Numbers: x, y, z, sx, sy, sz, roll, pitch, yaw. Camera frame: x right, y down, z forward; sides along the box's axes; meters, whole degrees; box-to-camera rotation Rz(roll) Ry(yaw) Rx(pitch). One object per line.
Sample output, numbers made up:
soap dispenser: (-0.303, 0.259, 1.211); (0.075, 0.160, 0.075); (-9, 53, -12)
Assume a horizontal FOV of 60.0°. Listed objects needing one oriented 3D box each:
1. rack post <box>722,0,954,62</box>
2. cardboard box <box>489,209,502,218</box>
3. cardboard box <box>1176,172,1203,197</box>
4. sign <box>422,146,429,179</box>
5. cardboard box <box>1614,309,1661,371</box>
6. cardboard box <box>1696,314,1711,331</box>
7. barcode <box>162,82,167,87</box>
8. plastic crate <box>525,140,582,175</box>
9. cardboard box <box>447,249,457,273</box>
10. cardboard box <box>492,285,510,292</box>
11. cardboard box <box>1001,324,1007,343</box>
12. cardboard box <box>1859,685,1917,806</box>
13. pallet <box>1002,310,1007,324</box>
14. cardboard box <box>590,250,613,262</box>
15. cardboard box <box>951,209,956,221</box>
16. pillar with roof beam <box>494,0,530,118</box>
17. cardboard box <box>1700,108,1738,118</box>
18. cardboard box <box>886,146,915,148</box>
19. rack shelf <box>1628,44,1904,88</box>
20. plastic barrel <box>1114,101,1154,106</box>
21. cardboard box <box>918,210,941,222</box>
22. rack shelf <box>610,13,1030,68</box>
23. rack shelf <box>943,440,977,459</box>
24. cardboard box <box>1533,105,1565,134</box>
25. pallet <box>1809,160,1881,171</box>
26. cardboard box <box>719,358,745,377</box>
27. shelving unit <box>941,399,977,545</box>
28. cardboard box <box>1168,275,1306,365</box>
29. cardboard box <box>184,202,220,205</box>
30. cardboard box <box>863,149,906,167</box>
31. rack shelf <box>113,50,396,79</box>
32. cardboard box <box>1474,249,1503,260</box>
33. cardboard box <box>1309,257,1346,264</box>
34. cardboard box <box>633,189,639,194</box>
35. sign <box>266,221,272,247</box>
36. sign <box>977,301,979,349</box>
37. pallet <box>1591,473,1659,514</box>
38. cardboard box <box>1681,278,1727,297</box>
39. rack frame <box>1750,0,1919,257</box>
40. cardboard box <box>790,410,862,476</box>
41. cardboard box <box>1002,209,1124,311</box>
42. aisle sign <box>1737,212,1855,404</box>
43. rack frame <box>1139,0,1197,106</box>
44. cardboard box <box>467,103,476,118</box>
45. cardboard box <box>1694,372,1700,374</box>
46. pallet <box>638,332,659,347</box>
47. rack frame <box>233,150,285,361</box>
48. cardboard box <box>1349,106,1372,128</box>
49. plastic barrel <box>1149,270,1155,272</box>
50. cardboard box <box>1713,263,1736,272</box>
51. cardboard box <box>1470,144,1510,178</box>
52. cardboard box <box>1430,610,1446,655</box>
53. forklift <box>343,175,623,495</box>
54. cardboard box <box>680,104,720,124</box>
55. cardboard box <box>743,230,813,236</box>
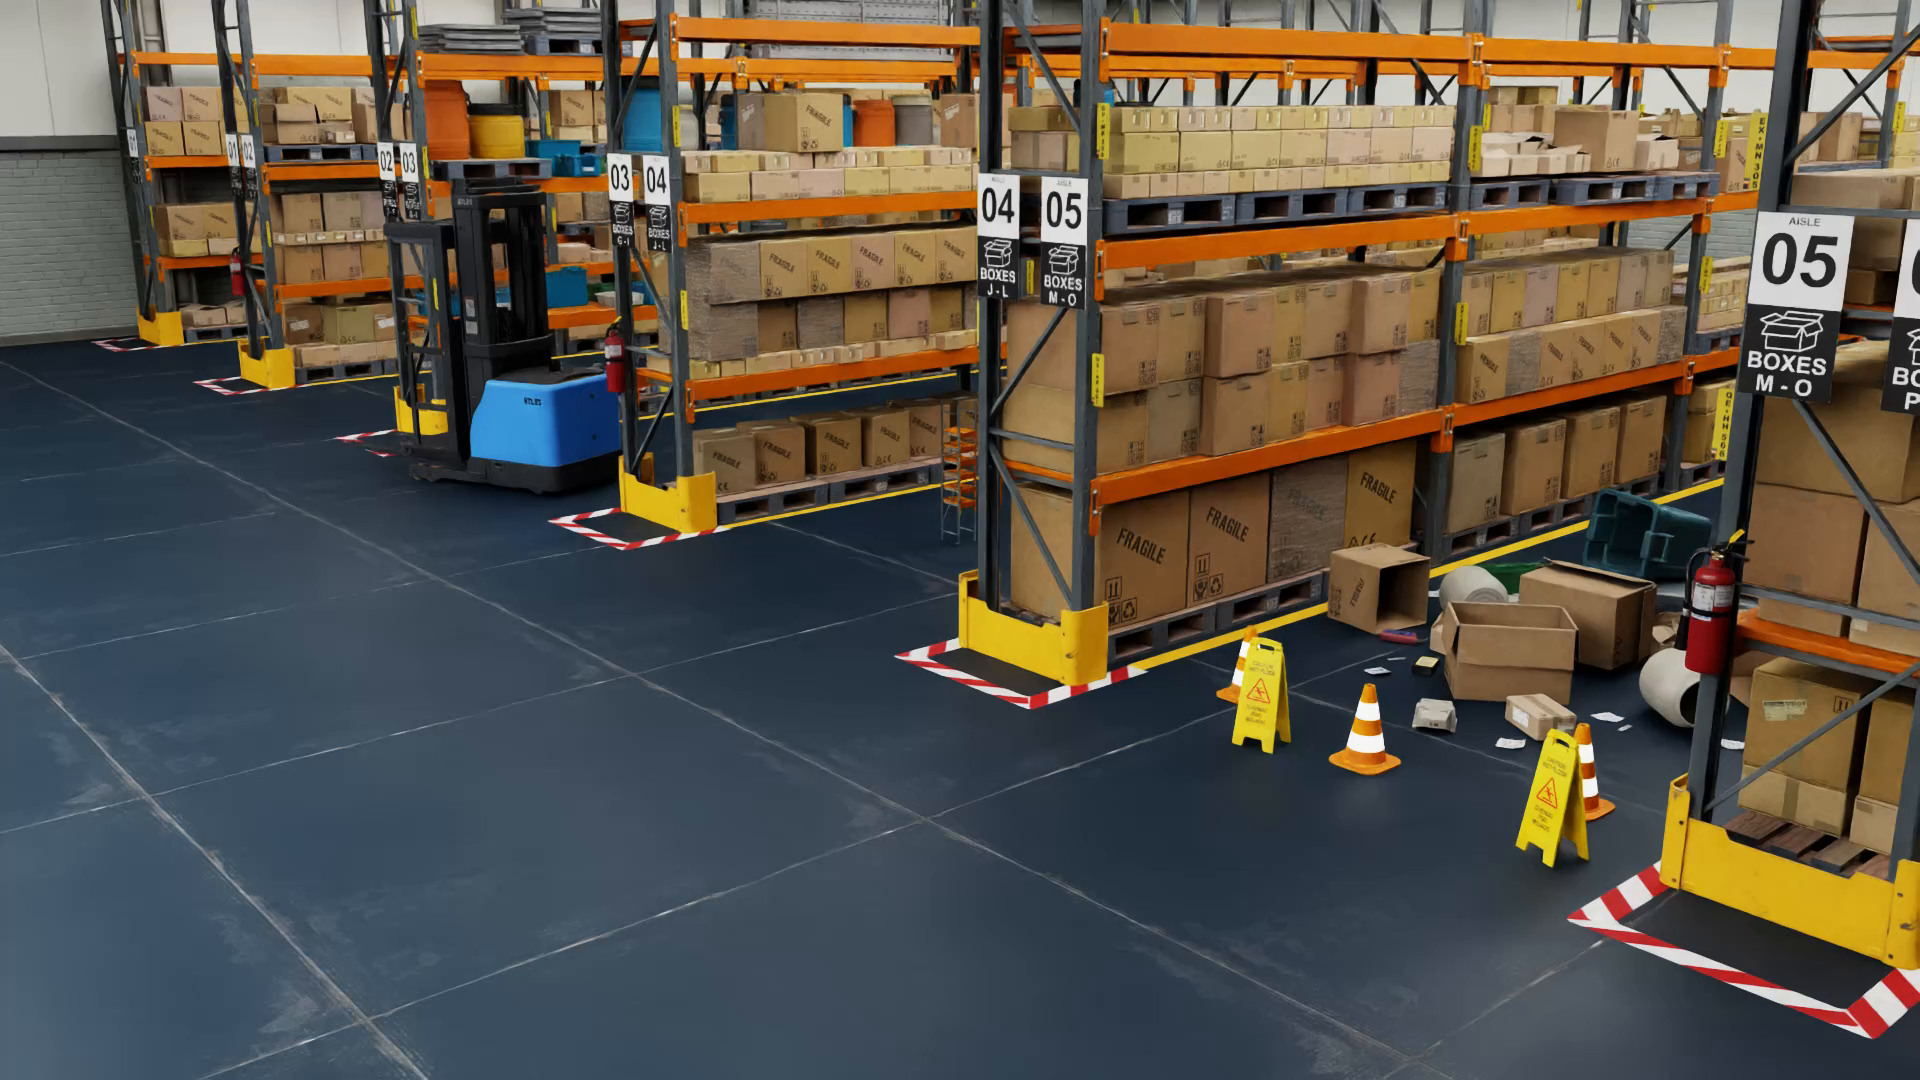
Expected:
rack post: (-1.489, -6.616, 21.192); (3.121, 1.000, 1.013); (-13, 19, -39)
cardboard box: (-6.877, -4.748, 23.506); (0.500, 0.500, 0.700); (-13, 20, -39)
cardboard box: (1.346, -2.306, 10.738); (0.250, 0.149, 0.380); (-13, 19, -39)
sign: (-5.577, -3.938, 17.352); (0.005, 0.325, 0.100); (-13, 19, -39)
cardboard box: (5.990, -1.836, 15.119); (0.500, 0.500, 0.500); (-13, 19, -39)
cardboard box: (7.001, -2.119, 16.044); (0.250, 0.149, 0.380); (-13, 20, -40)
barcode: (-12.231, -7.009, 25.573); (0.075, 0.075, 0.001); (-13, 19, -39)
plastic crate: (-4.694, -4.416, 19.188); (0.575, 0.384, 0.392); (-13, 19, -39)
cardboard box: (-7.272, -4.032, 23.340); (0.500, 0.500, 0.700); (-12, 19, -39)
cardboard box: (-6.722, -3.454, 24.431); (0.500, 0.500, 0.500); (-13, 19, -39)
cardboard box: (0.364, -2.091, 16.753); (0.250, 0.149, 0.380); (-13, 19, -39)
cardboard box: (4.629, 0.977, 7.841); (0.500, 0.500, 0.500); (-14, 20, -41)
pallet: (1.006, -2.315, 17.474); (1.213, 0.211, 1.003); (-13, 19, -39)
cardboard box: (-5.364, -4.224, 24.739); (0.250, 0.149, 0.380); (-13, 19, -39)
cardboard box: (0.077, -5.773, 29.858); (0.500, 0.500, 0.500); (-12, 19, -38)
pillar with roof beam: (-5.126, -7.885, 26.332); (0.400, 9.000, 9.100); (-13, 19, -39)
cardboard box: (7.622, -4.209, 16.707); (0.258, 0.266, 0.396); (-13, 19, -39)
cardboard box: (-0.646, -3.730, 16.108); (0.250, 0.149, 0.380); (-12, 19, -38)
rack shelf: (8.039, -4.697, 16.567); (4.000, 0.370, 1.077); (-13, 19, -39)
plastic barrel: (2.562, -6.174, 24.562); (0.600, 0.588, 0.600); (0, 15, 0)
cardboard box: (-0.636, -5.805, 29.162); (0.700, 0.500, 0.500); (8, 17, 28)
rack shelf: (-1.175, -4.517, 15.122); (4.000, 0.370, 1.077); (-13, 19, -39)
rack shelf: (-0.011, -0.766, 14.036); (0.180, 0.103, 0.258); (-13, 19, -39)
cardboard box: (7.816, -5.705, 22.783); (0.500, 0.500, 0.700); (-12, 19, -37)
pallet: (9.013, -3.953, 17.789); (1.003, 0.211, 1.213); (-13, 19, -39)
cardboard box: (-2.111, -1.548, 14.718); (0.250, 0.149, 0.380); (-13, 19, -39)
shelving unit: (-0.011, -0.577, 14.086); (0.189, 1.200, 0.258); (-13, 19, -39)
cardboard box: (1.981, -1.590, 12.007); (0.500, 0.550, 0.875); (-13, 19, -39)
cardboard box: (-11.836, -5.025, 26.050); (0.500, 0.500, 0.500); (-12, 19, -39)
cardboard box: (-0.713, -3.540, 15.395); (0.250, 0.149, 0.380); (-12, 19, -37)
rack shelf: (-10.930, -7.409, 25.952); (4.000, 0.370, 1.077); (-13, 19, -39)
cardboard box: (6.895, -3.761, 22.233); (0.500, 0.250, 0.500); (-13, 20, -40)
cardboard box: (4.284, -3.149, 20.034); (0.500, 0.500, 0.500); (-13, 20, -41)
cardboard box: (-5.870, -6.472, 30.406); (0.500, 0.250, 0.500); (-12, 19, -38)
sign: (-8.824, -3.905, 21.226); (0.005, 0.325, 0.100); (-13, 19, -39)
sign: (0.150, -1.428, 11.079); (0.005, 0.325, 0.100); (-13, 19, -39)
pallet: (5.887, -0.535, 15.843); (1.213, 0.211, 1.003); (-13, 19, -39)
cardboard box: (7.208, -2.457, 16.154); (0.250, 0.149, 0.380); (-13, 20, -41)
rack frame: (3.821, -2.598, 6.537); (0.127, 3.000, 1.000); (-13, 19, -39)
cardboard box: (-1.289, -0.937, 15.974); (0.500, 0.500, 0.500); (-10, 18, -34)
cardboard box: (1.025, -2.906, 17.341); (1.000, 1.000, 1.000); (-12, 19, -39)
aisle sign: (3.584, -1.001, 7.148); (0.004, 0.787, 0.394); (-13, 19, -39)
rack frame: (3.117, -7.524, 24.980); (0.127, 3.000, 1.000); (-13, 19, -39)
cardboard box: (-6.720, -5.969, 23.694); (0.500, 0.500, 0.500); (-11, 18, -35)
cardboard box: (7.248, -1.613, 17.053); (0.500, 0.250, 0.500); (-12, 19, -39)
pallet: (-4.716, -3.228, 25.927); (1.213, 0.211, 1.003); (-13, 19, -39)
rack frame: (-9.184, -3.558, 21.756); (0.127, 3.000, 1.000); (-13, 19, -39)
cardboard box: (2.683, -2.992, 11.760); (0.250, 0.149, 0.380); (-13, 19, -39)
plastic barrel: (2.696, -3.726, 25.638); (0.708, 0.901, 0.600); (-13, 19, -39)
cardboard box: (7.974, -2.851, 17.632); (0.250, 0.149, 0.380); (-12, 19, -37)
cardboard box: (4.132, -3.012, 13.156); (0.396, 0.266, 0.258); (-13, 20, -40)
cardboard box: (3.426, 0.647, 11.312); (0.258, 0.266, 0.396); (-9, 17, -30)
forklift: (-4.877, -2.094, 16.411); (3.031, 2.935, 1.130); (8, 17, 27)
cardboard box: (-4.919, -7.957, 31.369); (0.500, 0.500, 0.700); (-13, 20, -39)
cardboard box: (-1.679, -2.615, 15.519); (0.500, 0.500, 0.500); (-13, 19, -39)
